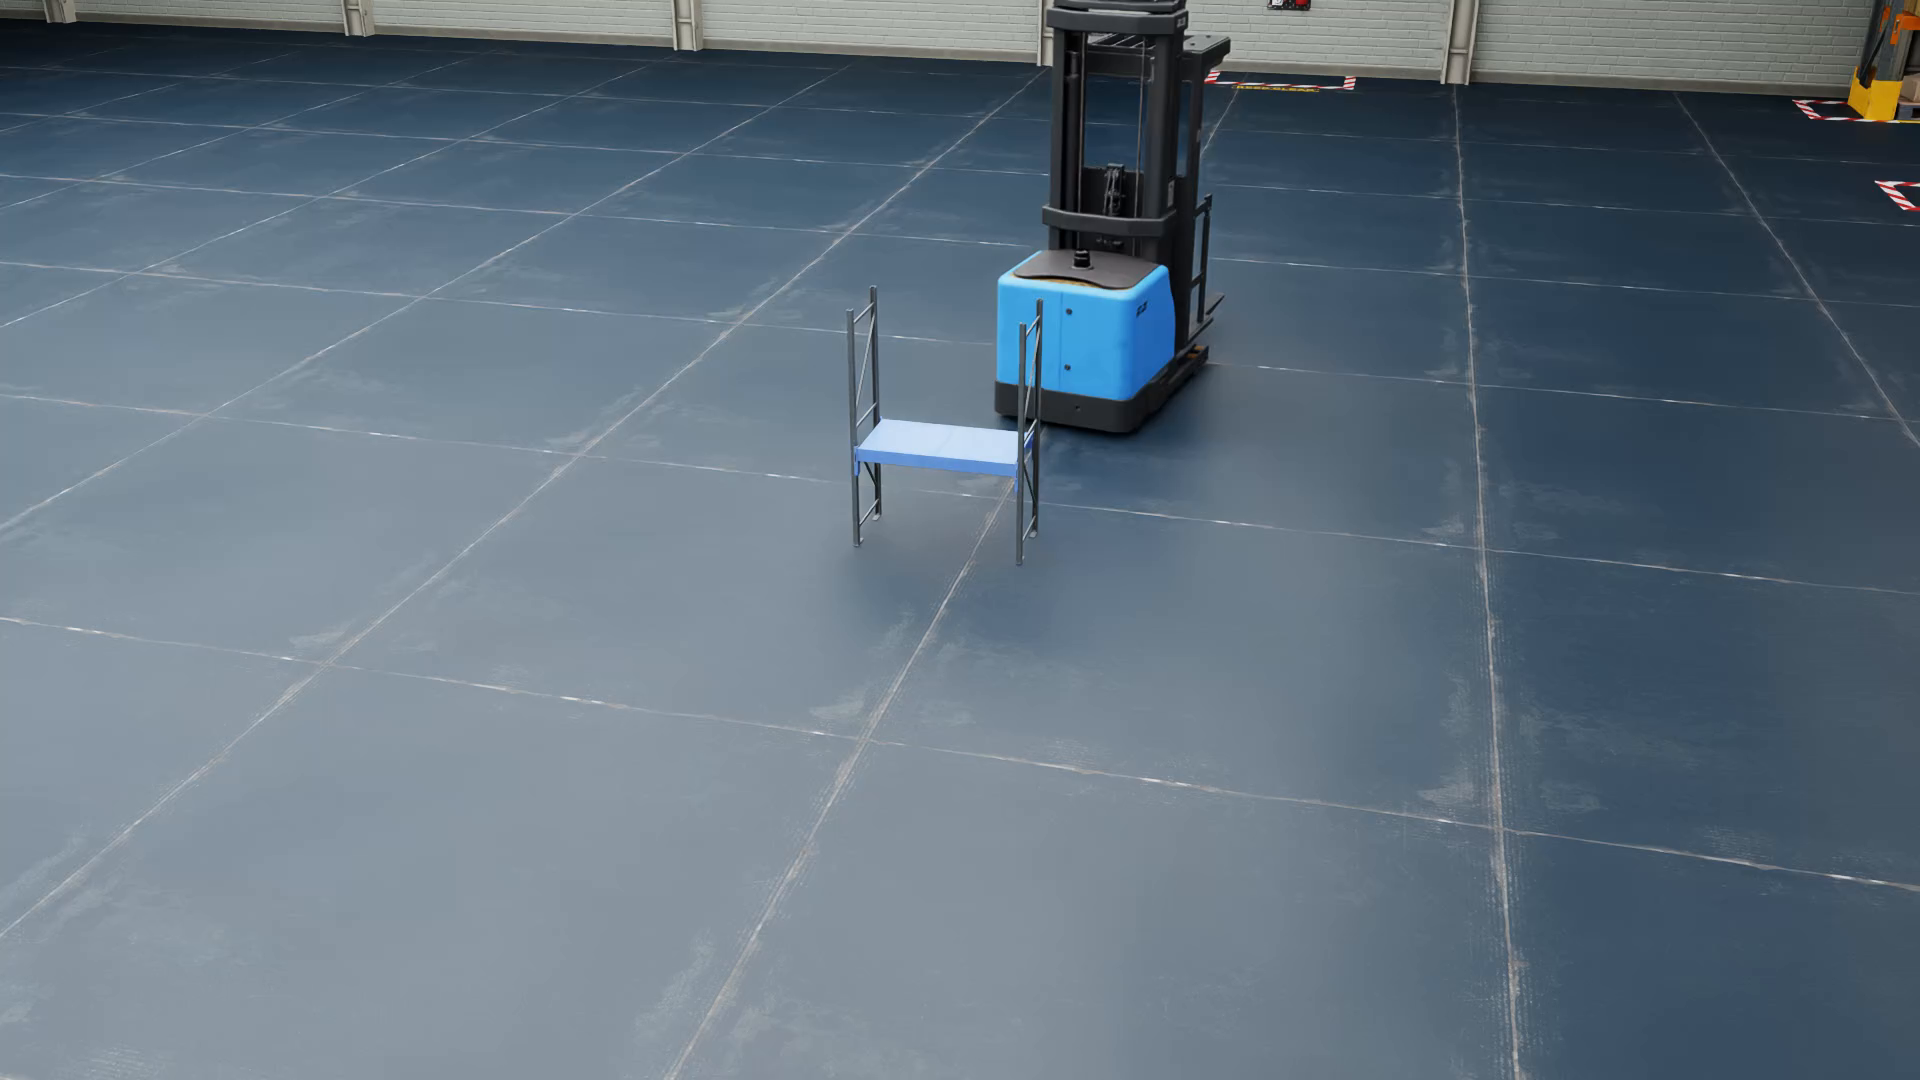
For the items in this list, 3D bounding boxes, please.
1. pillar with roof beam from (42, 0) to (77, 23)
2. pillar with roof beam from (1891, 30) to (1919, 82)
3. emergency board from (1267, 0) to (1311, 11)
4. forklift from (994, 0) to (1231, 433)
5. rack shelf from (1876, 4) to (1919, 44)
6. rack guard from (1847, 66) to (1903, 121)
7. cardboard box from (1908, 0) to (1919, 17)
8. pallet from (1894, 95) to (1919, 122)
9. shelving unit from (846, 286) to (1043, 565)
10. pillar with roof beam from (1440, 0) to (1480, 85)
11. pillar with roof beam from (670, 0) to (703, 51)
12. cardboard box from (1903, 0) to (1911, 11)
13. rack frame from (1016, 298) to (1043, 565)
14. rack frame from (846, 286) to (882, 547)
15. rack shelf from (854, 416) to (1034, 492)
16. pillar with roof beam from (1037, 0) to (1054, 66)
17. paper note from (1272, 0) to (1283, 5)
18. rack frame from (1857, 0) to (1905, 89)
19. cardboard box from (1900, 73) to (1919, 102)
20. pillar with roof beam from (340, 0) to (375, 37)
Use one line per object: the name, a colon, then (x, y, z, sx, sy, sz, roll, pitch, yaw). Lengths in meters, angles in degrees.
pillar with roof beam: (-17.093, -11.523, 23.984, 0.400, 9.000, 9.100, 6, 26, 13)
pillar with roof beam: (11.961, -8.311, 17.238, 0.400, 9.000, 9.100, 6, 26, 13)
emergency board: (4.839, -8.317, 24.230, 0.643, 1.169, 0.194, 6, 26, 13)
forklift: (1.316, -2.681, 12.472, 1.130, 2.935, 3.031, 11, 28, 22)
rack shelf: (14.077, -6.570, 21.398, 4.000, 0.370, 1.077, 6, 26, 13)
rack guard: (12.214, -5.973, 22.213, 0.348, 0.500, 1.175, 6, 26, 13)
cardboard box: (12.534, -6.866, 21.334, 0.500, 0.250, 0.500, 6, 26, 11)
pallet: (12.992, -5.740, 22.062, 1.213, 0.211, 1.003, 6, 26, 13)
shelving unit: (-0.083, -0.686, 9.947, 1.048, 1.500, 0.538, 6, 26, 13)
pillar with roof beam: (6.151, -8.953, 18.587, 0.400, 9.000, 9.100, 6, 26, 13)
pillar with roof beam: (-5.471, -10.238, 21.286, 0.400, 9.000, 9.100, 6, 26, 13)
cardboard box: (12.641, -7.081, 21.785, 0.500, 0.250, 0.500, 7, 26, 14)
rack frame: (0.410, -0.632, 9.832, 0.032, 1.500, 0.500, 6, 26, 13)
rack frame: (-0.575, -0.741, 10.061, 0.032, 1.500, 0.500, 6, 26, 13)
rack shelf: (-0.083, -0.524, 10.024, 1.000, 0.185, 0.538, 6, 26, 13)
pillar with roof beam: (0.340, -9.596, 19.936, 0.400, 9.000, 9.100, 6, 26, 13)
paper note: (4.685, -7.967, 24.520, 0.142, 0.148, 0.016, 6, 26, 13)
rack frame: (12.140, -7.109, 21.693, 0.127, 3.000, 1.000, 6, 26, 13)
cardboard box: (12.788, -5.982, 21.942, 0.500, 0.311, 0.500, 3, 26, 7)
pillar with roof beam: (-11.282, -10.880, 22.635, 0.400, 9.000, 9.100, 6, 26, 13)
